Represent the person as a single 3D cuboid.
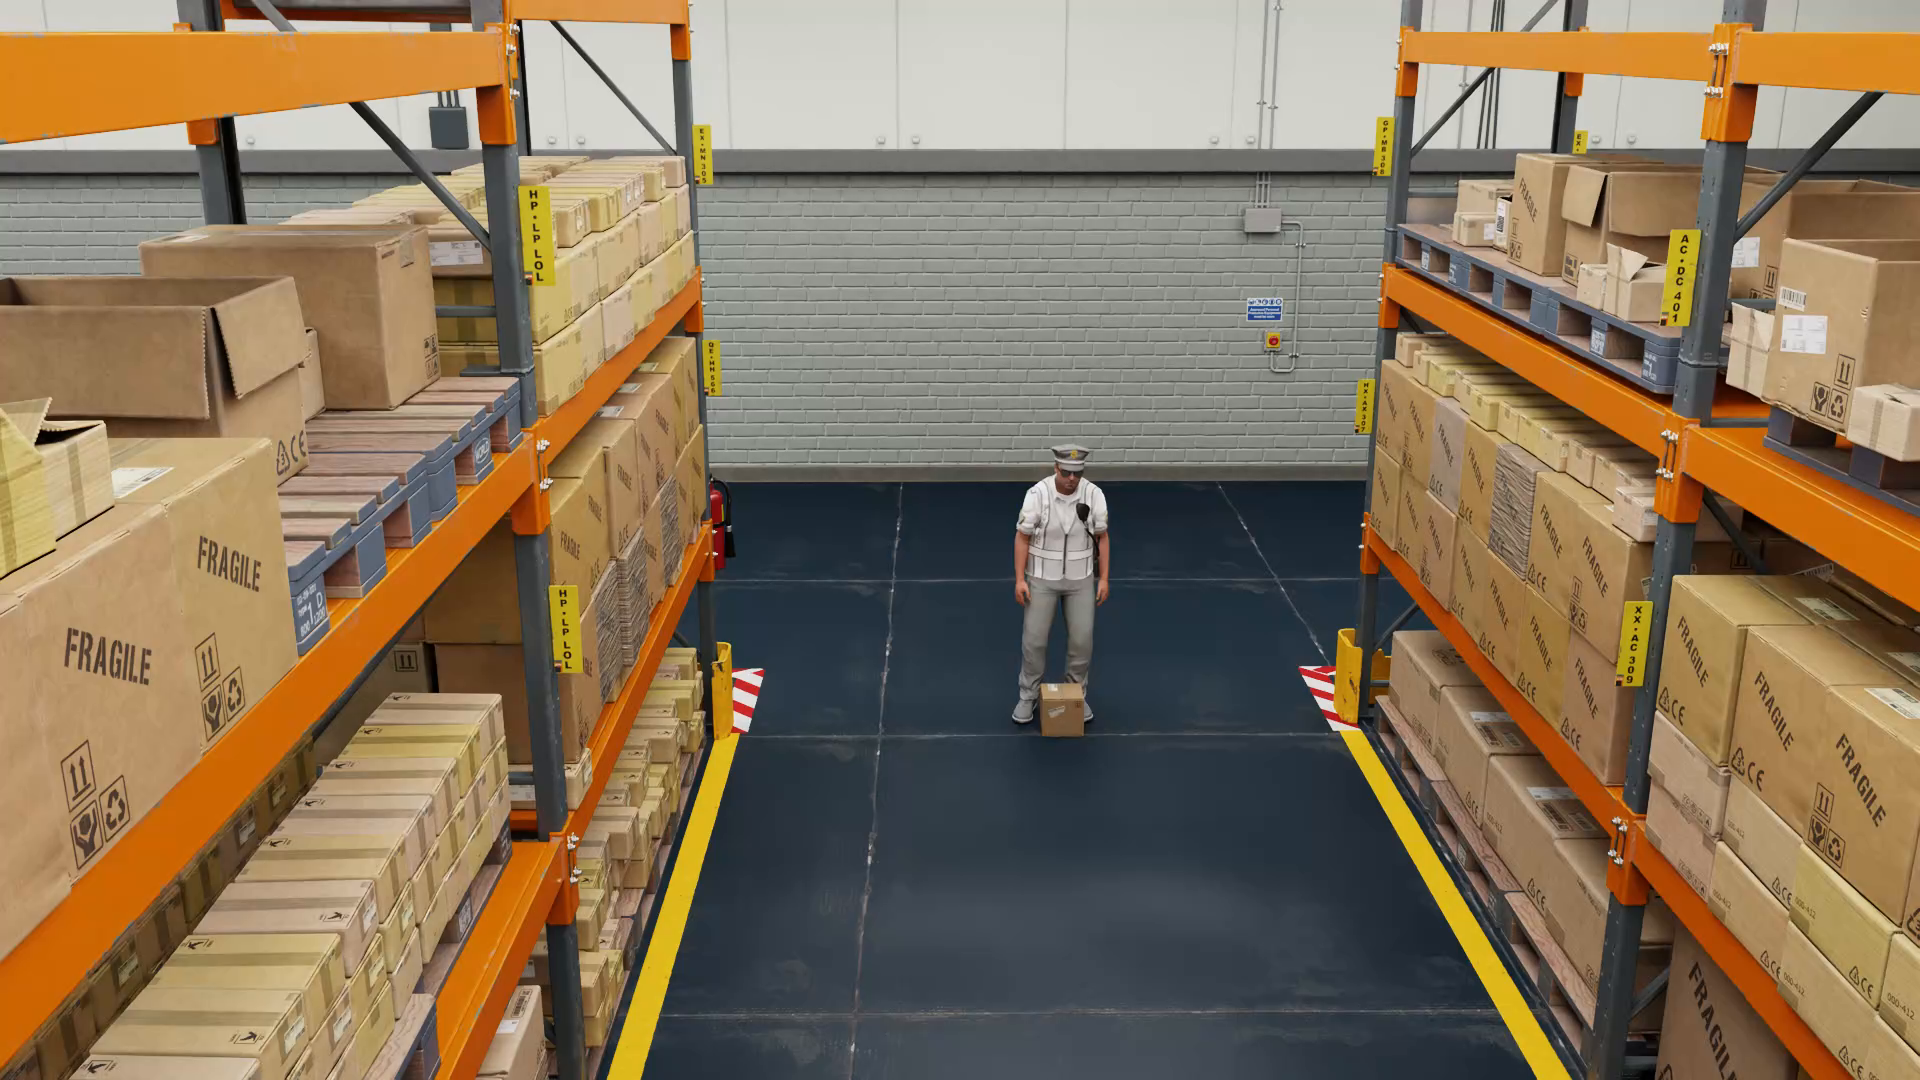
[{"bbox_3d":[0.619,0.243,10.235,0.606,1.748,0.436,-1,17,-4],"label":"person"}]
